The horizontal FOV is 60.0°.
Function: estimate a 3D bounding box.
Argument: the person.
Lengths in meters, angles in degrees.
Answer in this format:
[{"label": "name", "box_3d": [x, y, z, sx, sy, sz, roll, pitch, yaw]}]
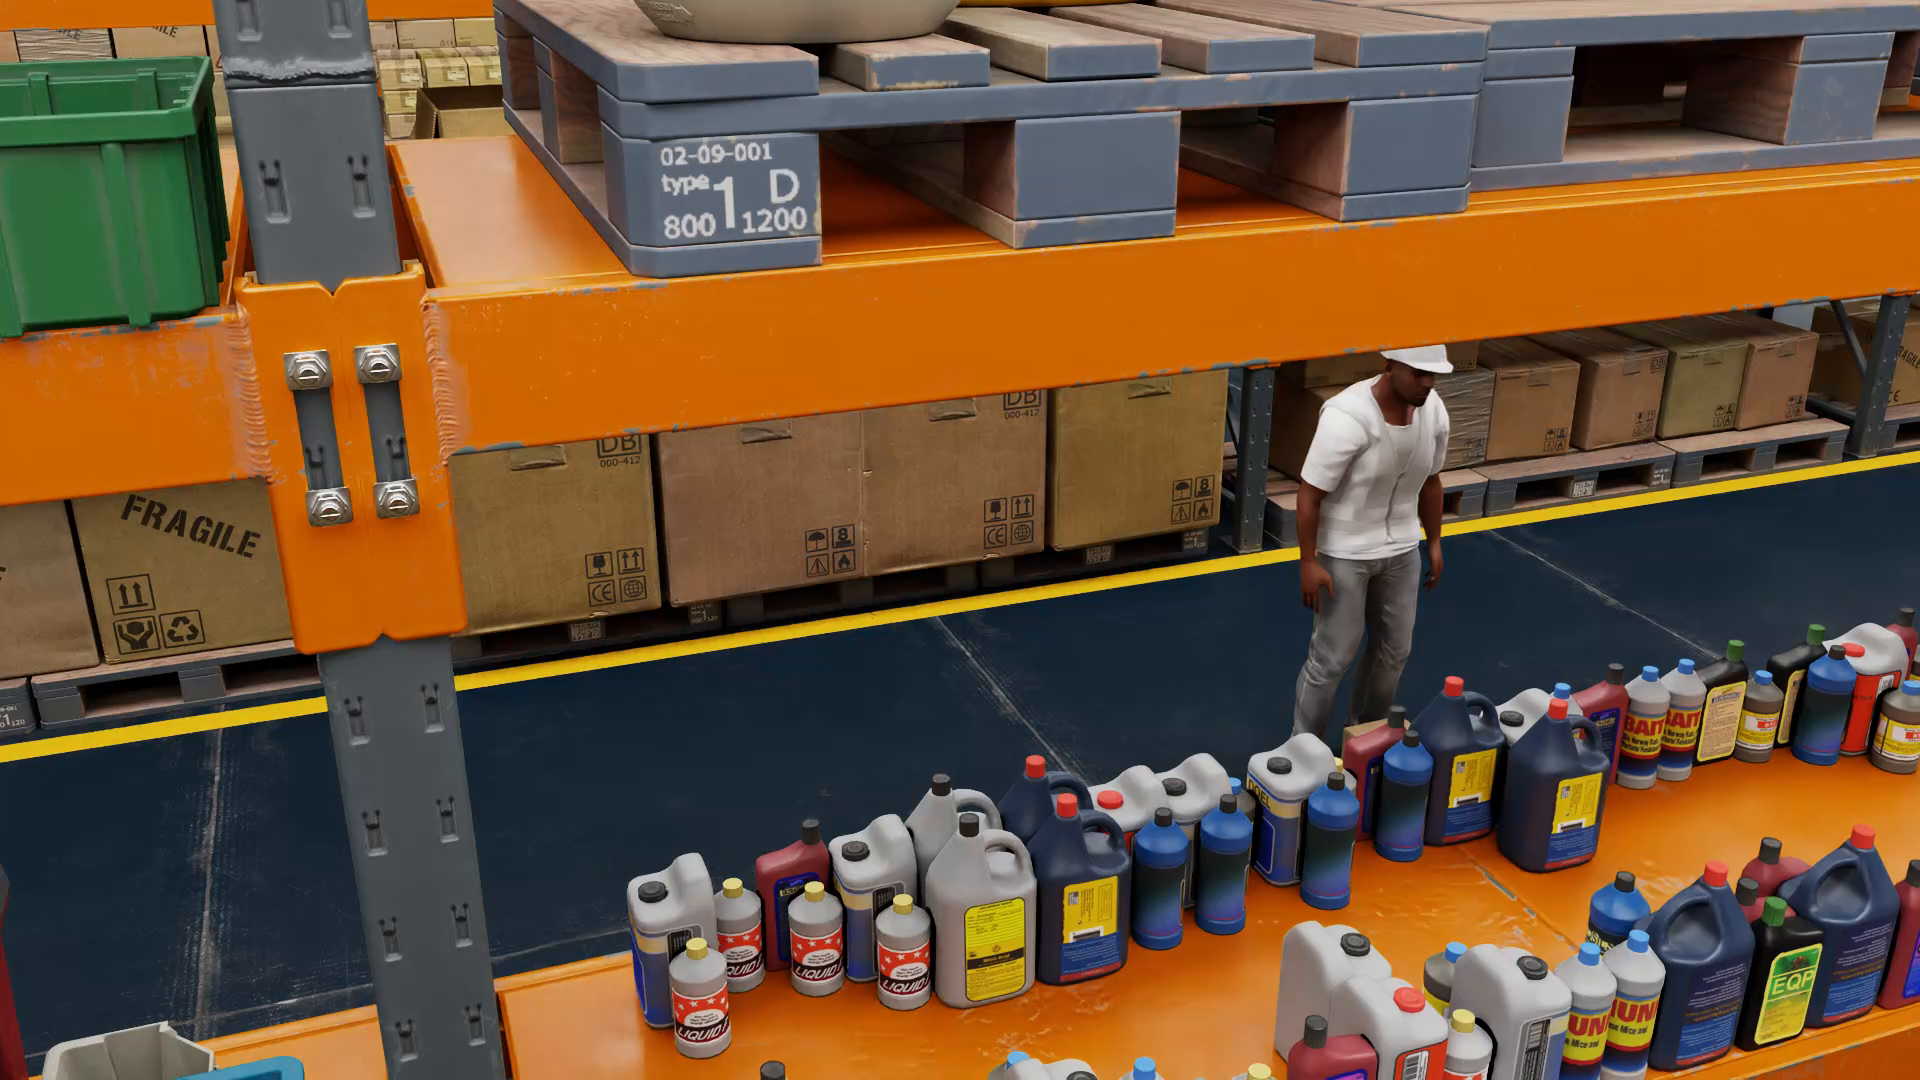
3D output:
[{"label": "person", "box_3d": [1.478, 0.049, 5.952, 0.631, 1.759, 0.461, -10, 24, -22]}]
